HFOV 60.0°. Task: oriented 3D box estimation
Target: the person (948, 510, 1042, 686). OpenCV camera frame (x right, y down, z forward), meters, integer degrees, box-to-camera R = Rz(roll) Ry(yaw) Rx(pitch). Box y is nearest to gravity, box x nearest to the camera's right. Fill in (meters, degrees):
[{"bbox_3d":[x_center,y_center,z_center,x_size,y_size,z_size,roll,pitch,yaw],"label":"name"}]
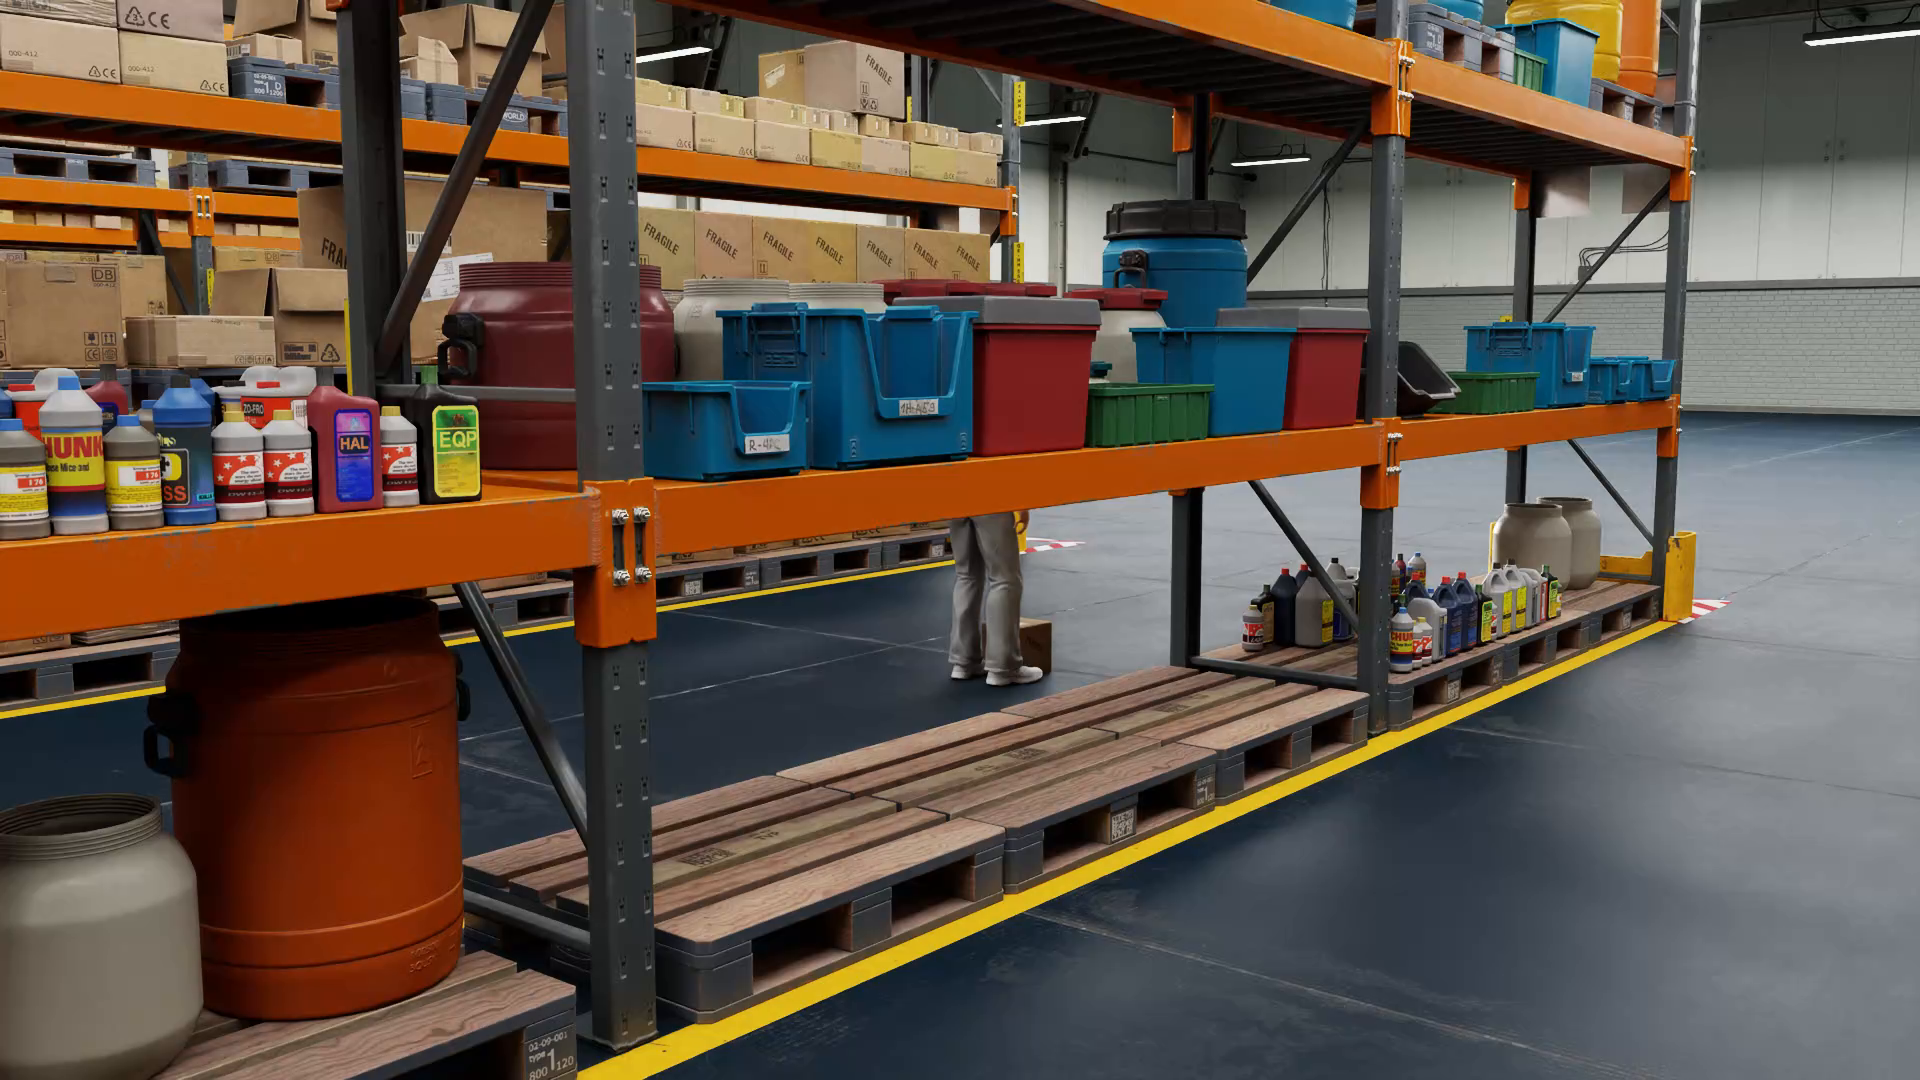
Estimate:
[{"bbox_3d":[0.119,-0.151,8.030,0.502,1.669,0.354,6,9,42],"label":"person"}]
